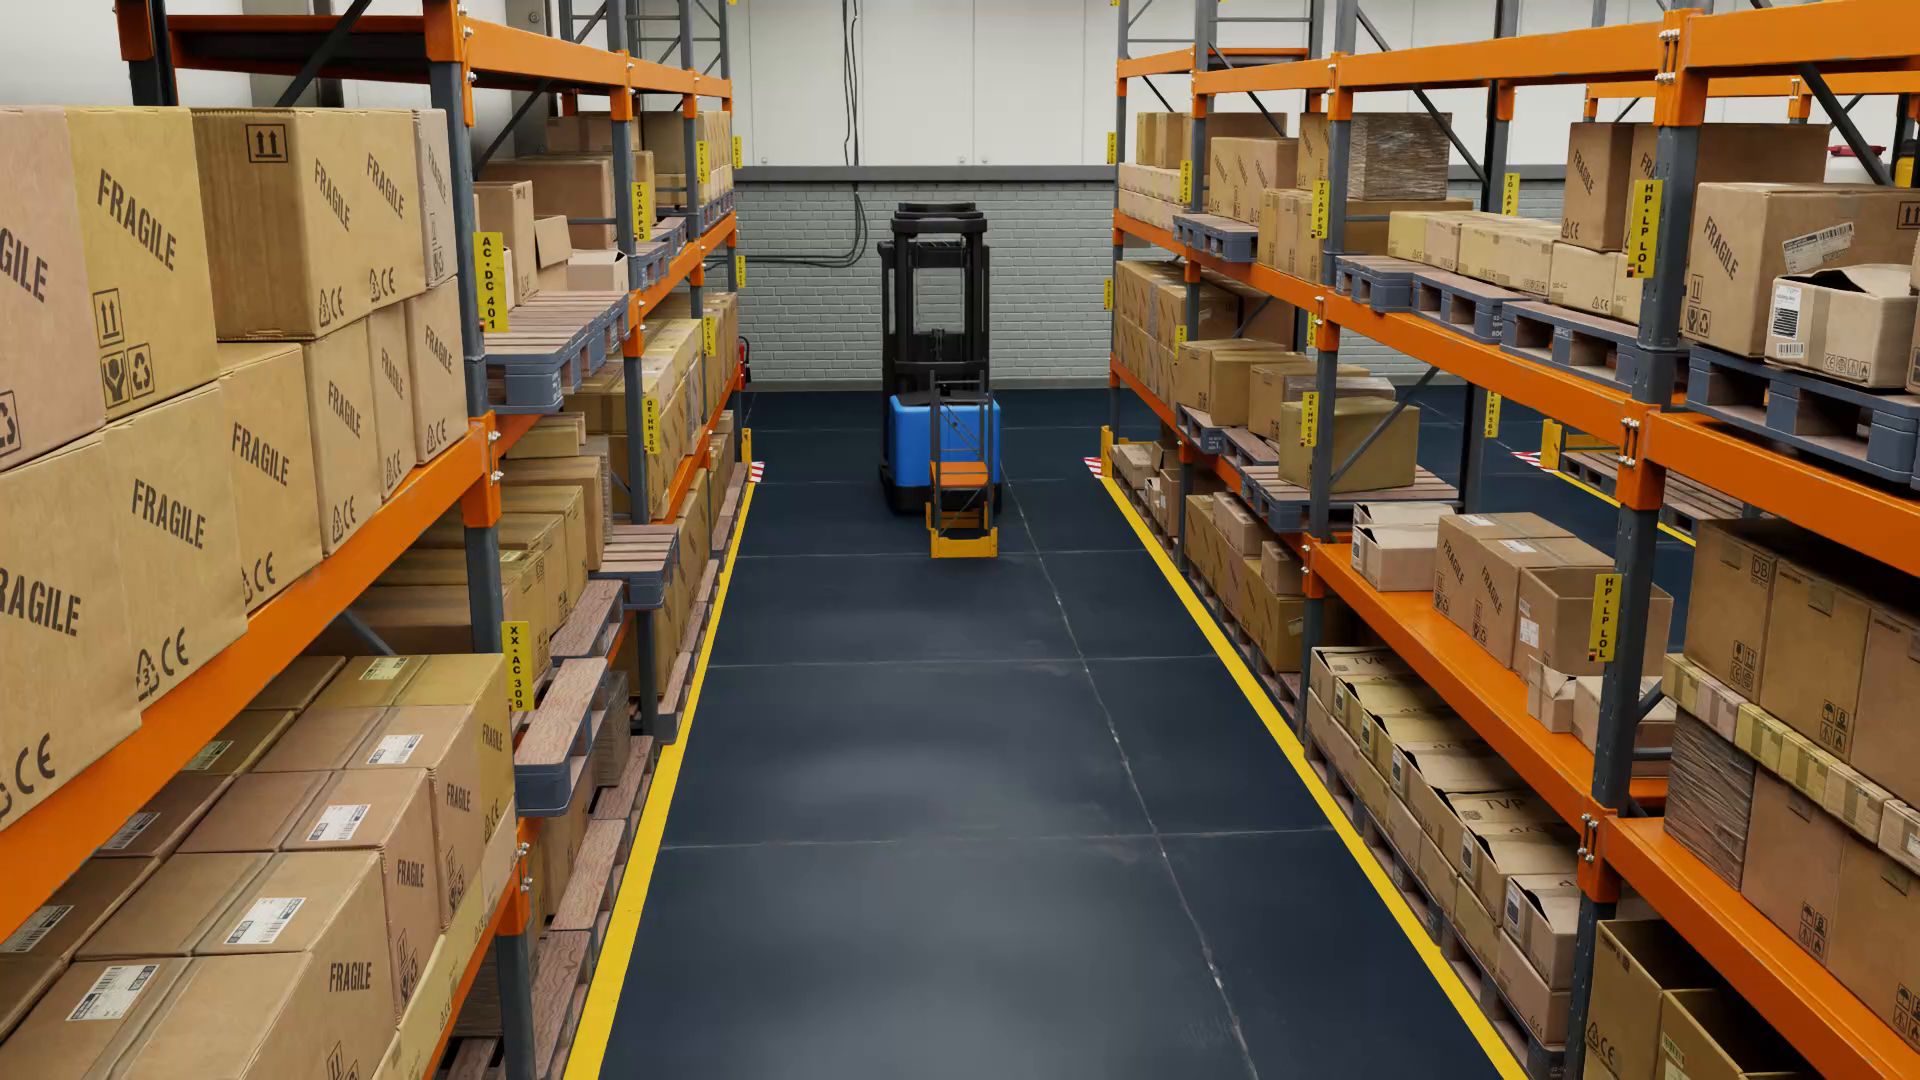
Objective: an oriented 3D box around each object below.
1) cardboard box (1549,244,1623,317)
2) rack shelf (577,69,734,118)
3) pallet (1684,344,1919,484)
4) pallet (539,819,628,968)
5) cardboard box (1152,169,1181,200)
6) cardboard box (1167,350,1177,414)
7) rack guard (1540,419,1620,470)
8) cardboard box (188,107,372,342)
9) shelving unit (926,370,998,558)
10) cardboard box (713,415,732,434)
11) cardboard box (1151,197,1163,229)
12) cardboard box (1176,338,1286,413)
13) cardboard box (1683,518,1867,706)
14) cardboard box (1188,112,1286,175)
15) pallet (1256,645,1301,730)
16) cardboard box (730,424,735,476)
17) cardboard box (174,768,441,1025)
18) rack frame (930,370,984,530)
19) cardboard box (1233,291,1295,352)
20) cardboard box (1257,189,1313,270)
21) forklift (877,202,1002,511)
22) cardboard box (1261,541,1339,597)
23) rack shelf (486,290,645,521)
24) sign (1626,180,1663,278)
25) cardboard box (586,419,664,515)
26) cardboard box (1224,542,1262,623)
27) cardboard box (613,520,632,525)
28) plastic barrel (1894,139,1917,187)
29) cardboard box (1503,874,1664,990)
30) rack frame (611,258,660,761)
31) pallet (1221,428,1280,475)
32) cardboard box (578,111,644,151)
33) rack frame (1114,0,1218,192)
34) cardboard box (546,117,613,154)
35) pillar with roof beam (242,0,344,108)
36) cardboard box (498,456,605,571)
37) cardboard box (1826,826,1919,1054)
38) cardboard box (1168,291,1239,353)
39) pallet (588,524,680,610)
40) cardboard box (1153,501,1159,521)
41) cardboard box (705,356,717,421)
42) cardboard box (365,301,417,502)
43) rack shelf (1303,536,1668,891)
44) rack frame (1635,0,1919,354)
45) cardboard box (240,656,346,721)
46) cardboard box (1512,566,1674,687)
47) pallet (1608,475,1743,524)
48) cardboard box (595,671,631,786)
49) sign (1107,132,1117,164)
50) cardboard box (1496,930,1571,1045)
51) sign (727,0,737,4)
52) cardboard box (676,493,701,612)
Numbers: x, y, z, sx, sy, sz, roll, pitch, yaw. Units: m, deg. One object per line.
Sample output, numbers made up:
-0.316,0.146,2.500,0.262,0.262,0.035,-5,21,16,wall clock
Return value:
2.796,-1.081,6.870,0.500,0.250,0.500,-2,15,-9,cardboard box
-2.702,-3.981,14.908,1.077,0.370,4.000,-1,14,-3,rack shelf
2.940,-0.406,4.965,1.003,0.211,1.213,-1,14,-3,pallet
-2.211,1.722,8.132,1.003,0.211,1.213,-1,14,-3,pallet
2.009,-3.185,14.887,0.500,0.250,0.500,-1,14,-3,cardboard box
2.079,-1.366,14.339,0.500,0.500,0.500,-1,14,-3,cardboard box
7.048,-1.063,18.377,1.175,0.500,0.348,-1,14,-3,rack guard
-1.693,-0.739,3.835,0.500,0.500,0.500,-1,14,-5,cardboard box
0.005,-0.707,14.989,0.587,1.500,1.083,-1,14,-3,shelving unit
-2.476,-1.156,16.597,0.380,0.149,0.250,0,14,-2,cardboard box
2.010,-2.943,14.949,0.500,0.250,0.500,-1,14,-3,cardboard box
2.172,-1.328,13.347,0.700,0.500,0.500,-6,16,-22,cardboard box
2.895,0.226,5.548,0.700,0.500,0.500,-1,14,-3,cardboard box
2.298,-3.303,13.840,0.700,0.500,0.500,-1,14,-3,cardboard box
2.605,0.962,11.088,1.003,0.211,1.213,-1,14,-3,pallet
-2.683,-0.935,17.038,0.700,0.500,0.500,-1,14,-3,cardboard box
-1.687,0.932,4.365,0.500,0.500,0.500,-1,14,-5,cardboard box
-0.026,-0.832,15.472,0.500,1.500,0.032,-1,14,-3,rack frame
2.618,-1.851,14.219,0.500,0.500,0.500,-1,14,-2,cardboard box
2.489,-2.068,11.046,0.910,0.500,0.500,-1,14,-3,cardboard box
-0.274,-2.019,17.214,1.130,2.935,3.031,-2,15,-6,forklift
2.314,0.189,11.124,0.500,0.250,0.500,0,14,-1,cardboard box
-2.206,-0.732,7.499,1.077,0.370,4.000,-1,14,-3,rack shelf
2.321,-1.052,5.631,0.100,0.325,0.005,-1,14,-3,sign
-2.105,-0.452,10.149,0.500,0.500,0.500,0,14,-2,cardboard box
2.251,0.307,12.171,0.500,0.500,0.500,-1,14,-6,cardboard box
-2.119,-0.099,10.077,0.380,0.149,0.250,-1,14,-4,cardboard box
7.569,-2.796,12.857,0.600,0.588,0.600,0,14,0,plastic barrel
2.550,1.553,6.745,0.500,0.311,0.500,-1,14,-3,cardboard box
-2.330,-0.125,9.716,1.000,3.000,0.127,-1,14,-3,rack frame
2.489,-0.593,11.921,1.003,0.211,1.213,-1,14,-3,pallet
-2.854,-3.285,13.731,0.500,0.500,0.500,-1,14,-4,cardboard box
2.118,-5.097,17.002,1.000,3.000,0.127,-1,14,-3,rack frame
-2.605,-2.839,11.657,0.500,0.250,0.500,-1,14,-5,cardboard box
1.184,-2.760,7.919,9.100,9.000,0.400,-1,14,-3,pillar with roof beam
-2.229,-0.131,8.657,0.700,0.500,0.500,-2,15,-9,cardboard box
2.962,1.110,4.715,0.700,0.500,0.500,-1,14,-3,cardboard box
2.076,-1.852,14.220,0.500,0.500,0.500,-1,14,-3,cardboard box
-2.180,0.143,9.058,1.213,0.211,1.003,-1,14,-3,pallet
1.964,-0.259,15.076,0.380,0.149,0.250,-1,14,-3,cardboard box
-2.595,-1.400,14.071,0.980,0.700,0.700,-1,14,-3,cardboard box
-1.786,-0.393,4.498,0.500,0.500,0.500,-2,15,-8,cardboard box
2.738,0.643,8.174,1.077,0.370,4.000,-1,14,-3,rack shelf
2.862,-2.113,5.403,1.000,3.000,0.127,-1,14,-3,rack frame
-2.262,0.690,5.306,0.500,0.500,0.500,-1,14,-5,cardboard box
2.798,0.422,7.391,0.500,0.500,0.500,0,14,1,cardboard box
7.147,-0.409,16.415,1.003,0.211,1.213,-1,14,-3,pallet
-2.233,1.051,9.280,0.700,0.500,0.500,-1,14,-3,cardboard box
1.577,-4.060,17.234,0.100,0.325,0.005,-1,14,-3,sign
2.547,1.822,6.824,0.500,0.250,0.500,-1,14,-4,cardboard box
-2.283,-5.516,16.594,0.100,0.325,0.005,-1,14,-3,sign
-2.350,0.099,12.319,0.750,0.750,0.750,0,14,-2,cardboard box
